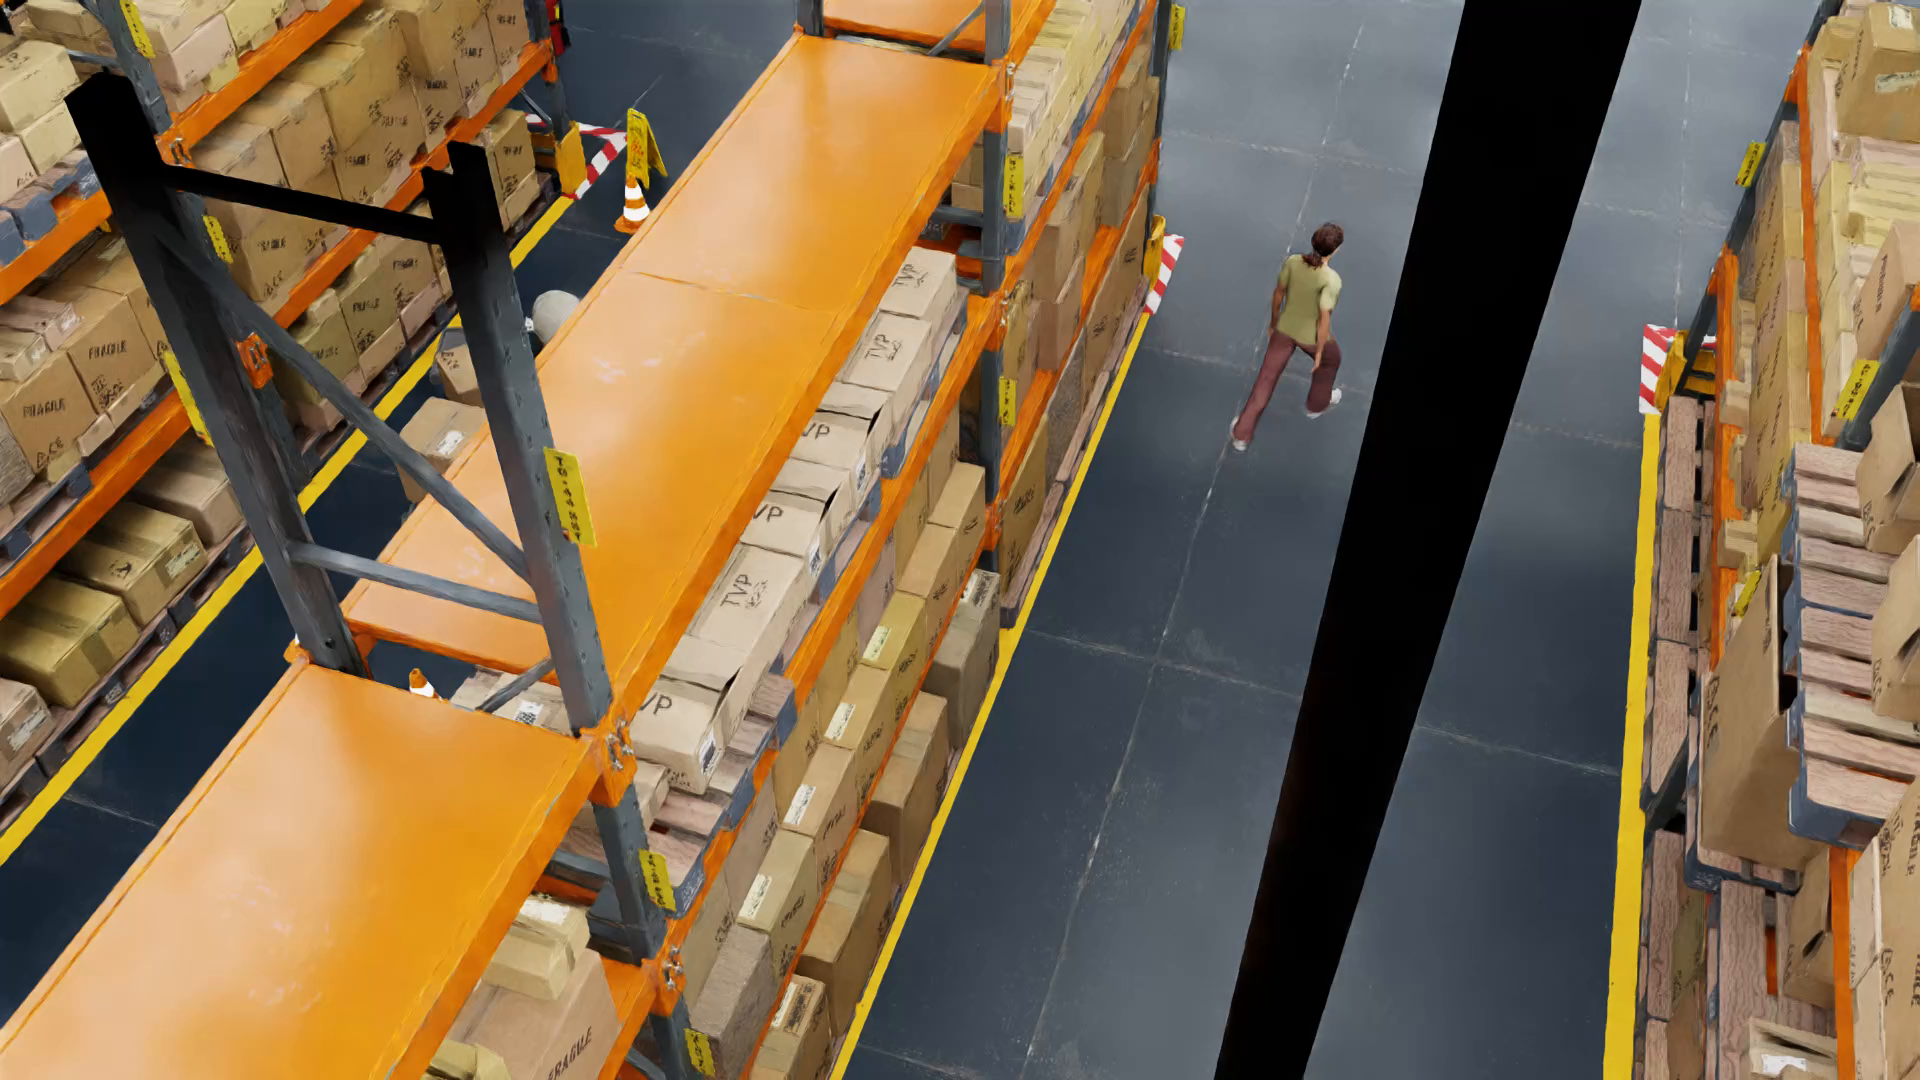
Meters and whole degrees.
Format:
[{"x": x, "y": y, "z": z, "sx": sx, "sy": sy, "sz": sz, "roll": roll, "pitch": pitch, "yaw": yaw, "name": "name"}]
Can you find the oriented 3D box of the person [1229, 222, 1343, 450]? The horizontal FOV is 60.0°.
[{"x": 2.226, "y": -1.369, "z": 10.950, "sx": 0.491, "sy": 1.597, "sz": 0.944, "roll": 31, "pitch": 53, "yaw": 27, "name": "person"}]
